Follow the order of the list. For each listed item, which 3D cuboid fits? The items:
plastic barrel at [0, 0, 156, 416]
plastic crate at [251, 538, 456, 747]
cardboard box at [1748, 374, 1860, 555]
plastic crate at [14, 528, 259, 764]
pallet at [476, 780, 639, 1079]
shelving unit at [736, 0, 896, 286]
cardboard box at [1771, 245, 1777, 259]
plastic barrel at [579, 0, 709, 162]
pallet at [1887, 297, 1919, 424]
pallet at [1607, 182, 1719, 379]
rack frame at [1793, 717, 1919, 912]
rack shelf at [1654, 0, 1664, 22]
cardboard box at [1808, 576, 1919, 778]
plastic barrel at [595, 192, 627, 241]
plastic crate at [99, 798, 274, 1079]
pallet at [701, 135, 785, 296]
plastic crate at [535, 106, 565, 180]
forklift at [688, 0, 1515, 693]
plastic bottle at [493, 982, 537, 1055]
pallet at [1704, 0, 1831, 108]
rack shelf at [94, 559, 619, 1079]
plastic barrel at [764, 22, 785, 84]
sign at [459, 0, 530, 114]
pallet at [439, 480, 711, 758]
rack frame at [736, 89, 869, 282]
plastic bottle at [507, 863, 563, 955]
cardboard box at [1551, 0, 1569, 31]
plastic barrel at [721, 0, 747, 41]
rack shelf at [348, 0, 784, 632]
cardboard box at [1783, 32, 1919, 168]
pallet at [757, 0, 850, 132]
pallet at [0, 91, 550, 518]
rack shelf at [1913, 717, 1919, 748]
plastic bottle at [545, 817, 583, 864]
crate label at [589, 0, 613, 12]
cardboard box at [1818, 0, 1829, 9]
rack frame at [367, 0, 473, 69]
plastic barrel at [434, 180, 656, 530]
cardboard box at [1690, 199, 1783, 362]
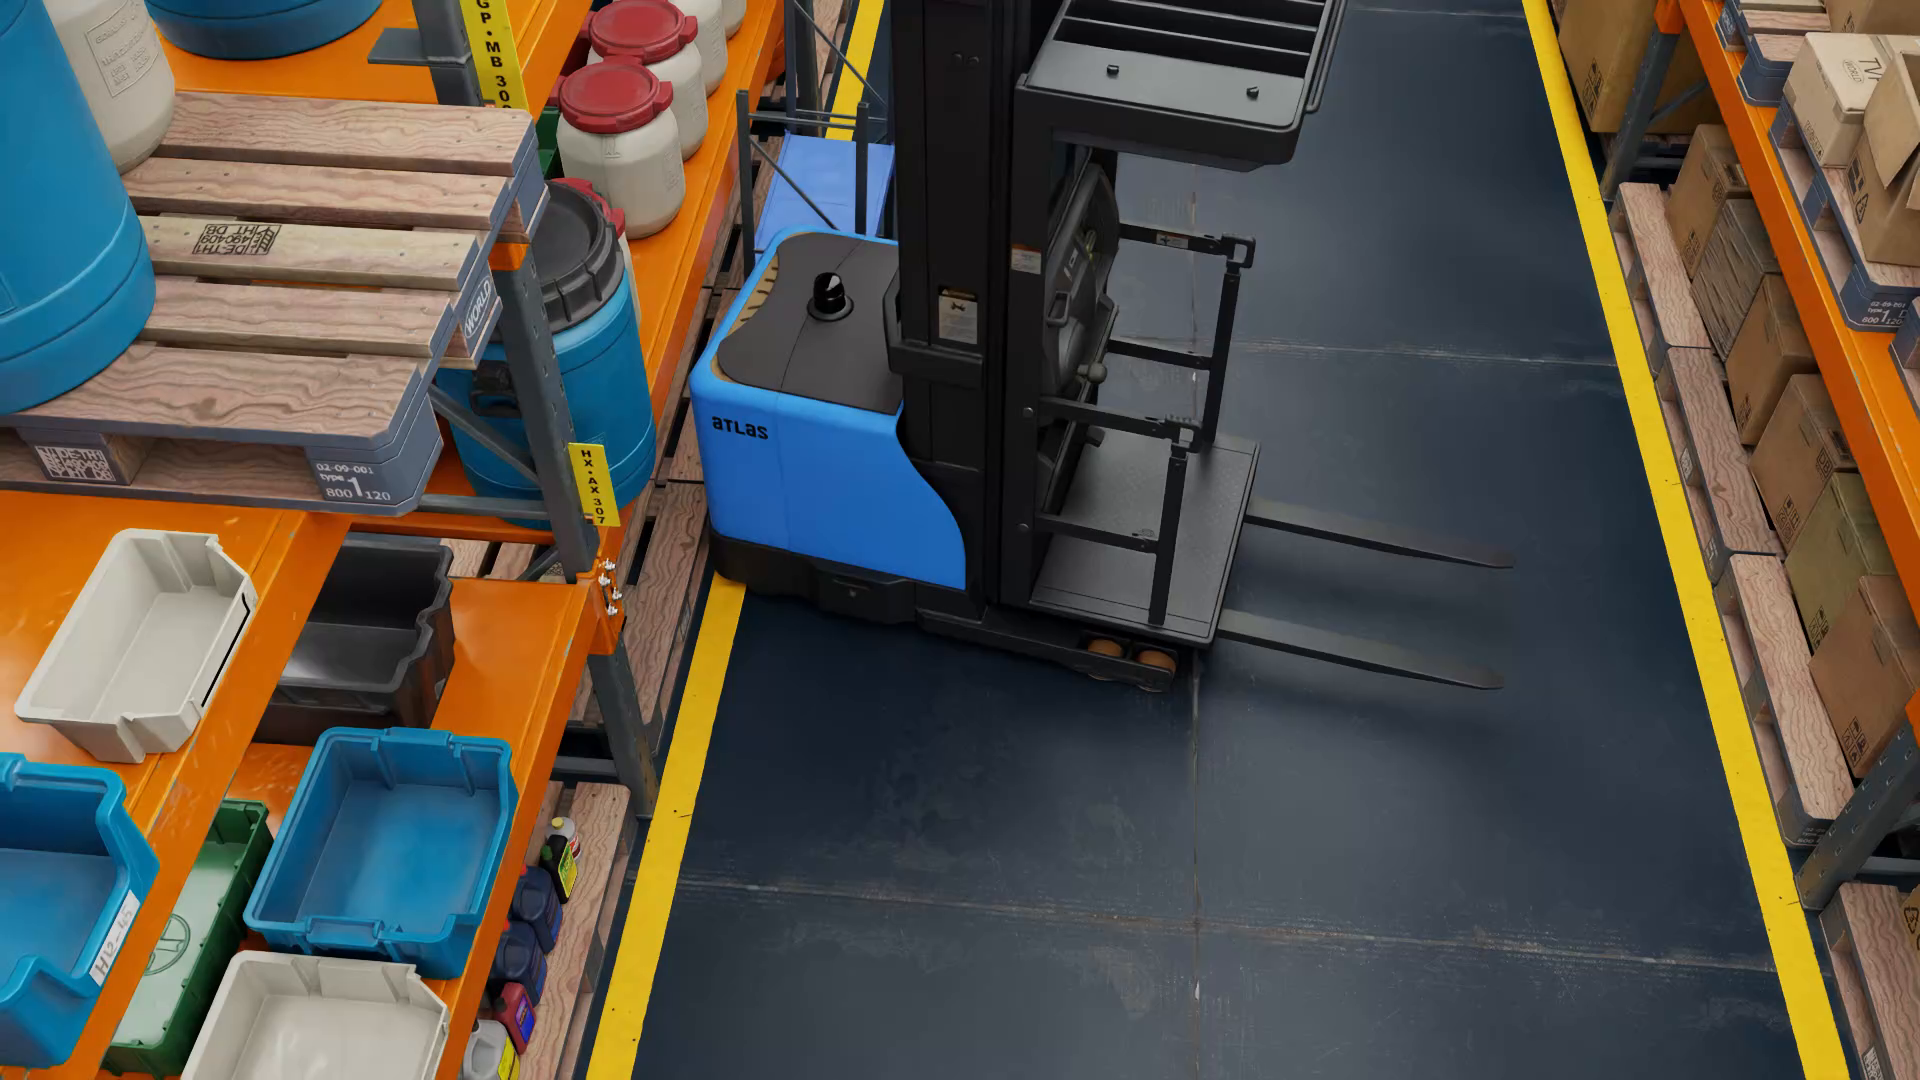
[{"bbox_3d":[-1.776,-0.704,2.730,0.600,0.901,0.708,4,48,4],"label":"plastic barrel"},{"bbox_3d":[-1.753,0.292,4.518,0.767,0.338,0.504,4,48,4],"label":"plastic crate"},{"bbox_3d":[3.544,-0.287,6.401,0.700,0.500,0.500,0,48,0],"label":"cardboard box"},{"bbox_3d":[-1.322,0.178,2.726,0.243,0.136,0.396,4,48,4],"label":"plastic crate"},{"bbox_3d":[-1.681,1.327,5.419,1.003,0.211,1.213,4,48,4],"label":"pallet"},{"bbox_3d":[-0.584,-1.530,7.139,0.538,1.500,1.048,7,48,1],"label":"shelving unit"},{"bbox_3d":[3.649,-1.384,6.897,0.500,0.250,0.500,9,48,8],"label":"cardboard box"},{"bbox_3d":[-1.167,-1.696,6.202,0.433,0.535,0.433,0,48,0],"label":"plastic barrel"},{"bbox_3d":[3.568,-0.259,5.110,1.003,0.211,1.213,4,48,4],"label":"pallet"},{"bbox_3d":[3.646,-1.196,7.727,1.003,0.211,1.213,4,48,4],"label":"pallet"},{"bbox_3d":[3.354,0.228,4.535,1.000,3.000,0.127,4,48,4],"label":"rack frame"},{"bbox_3d":[3.901,-3.938,8.833,1.077,0.370,4.000,4,48,4],"label":"rack shelf"},{"bbox_3d":[3.431,0.474,5.706,0.700,0.500,0.500,1,48,1],"label":"cardboard box"},{"bbox_3d":[-1.305,-1.021,5.770,0.301,0.262,0.301,0,48,0],"label":"plastic barrel"},{"bbox_3d":[-1.983,0.945,4.022,0.450,0.188,0.662,4,48,4],"label":"plastic crate"},{"bbox_3d":[-1.323,-1.537,8.038,1.003,0.211,1.213,4,48,4],"label":"pallet"},{"bbox_3d":[-1.701,-1.332,6.105,0.450,0.188,0.662,4,48,4],"label":"plastic crate"},{"bbox_3d":[0.597,-0.858,5.575,3.031,2.935,1.130,12,49,11],"label":"forklift"},{"bbox_3d":[-1.341,1.419,4.988,0.061,0.283,0.133,7,48,6],"label":"plastic bottle"},{"bbox_3d":[3.760,-2.116,6.808,1.213,0.211,1.003,4,48,4],"label":"pallet"},{"bbox_3d":[-1.761,1.607,3.760,1.077,0.370,4.000,4,48,4],"label":"rack shelf"},{"bbox_3d":[-1.186,-2.814,8.503,0.600,0.830,0.708,4,48,4],"label":"plastic barrel"},{"bbox_3d":[-1.032,-1.075,3.688,0.100,0.325,0.005,4,48,4],"label":"sign"},{"bbox_3d":[-1.545,0.256,6.398,1.003,0.211,1.213,4,48,4],"label":"pallet"},{"bbox_3d":[-0.635,-1.157,6.797,0.500,1.500,0.032,7,48,1],"label":"rack frame"},{"bbox_3d":[-1.350,1.133,5.204,0.144,0.351,0.185,3,48,2],"label":"plastic bottle"},{"bbox_3d":[3.891,-3.296,8.913,1.225,0.875,0.875,4,48,4],"label":"cardboard box"},{"bbox_3d":[-1.095,-2.312,6.782,0.421,0.512,0.421,0,48,0],"label":"plastic barrel"},{"bbox_3d":[-1.396,-1.332,6.449,1.077,0.370,4.000,4,48,4],"label":"rack shelf"},{"bbox_3d":[3.337,-1.586,6.011,0.500,0.250,0.500,3,48,2],"label":"cardboard box"},{"bbox_3d":[-1.183,-2.685,9.089,1.003,0.211,1.213,4,48,4],"label":"pallet"},{"bbox_3d":[-1.547,-0.517,3.311,1.213,0.211,1.003,4,48,4],"label":"pallet"},{"bbox_3d":[3.172,1.941,3.456,1.077,0.370,4.000,4,48,4],"label":"rack shelf"},{"bbox_3d":[-1.301,0.979,5.446,0.097,0.201,0.097,0,48,0],"label":"plastic bottle"},{"bbox_3d":[-1.574,-2.344,6.863,0.502,0.435,0.616,4,48,4],"label":"crate label"},{"bbox_3d":[3.709,-2.487,6.666,0.500,0.500,0.500,-1,48,-1],"label":"cardboard box"},{"bbox_3d":[-1.578,-2.130,2.625,1.000,3.000,0.127,4,48,4],"label":"rack frame"},{"bbox_3d":[-1.241,-0.538,4.895,0.600,0.901,0.708,4,48,4],"label":"plastic barrel"},{"bbox_3d":[3.640,-1.114,7.158,0.700,0.500,0.500,0,48,0],"label":"cardboard box"}]
